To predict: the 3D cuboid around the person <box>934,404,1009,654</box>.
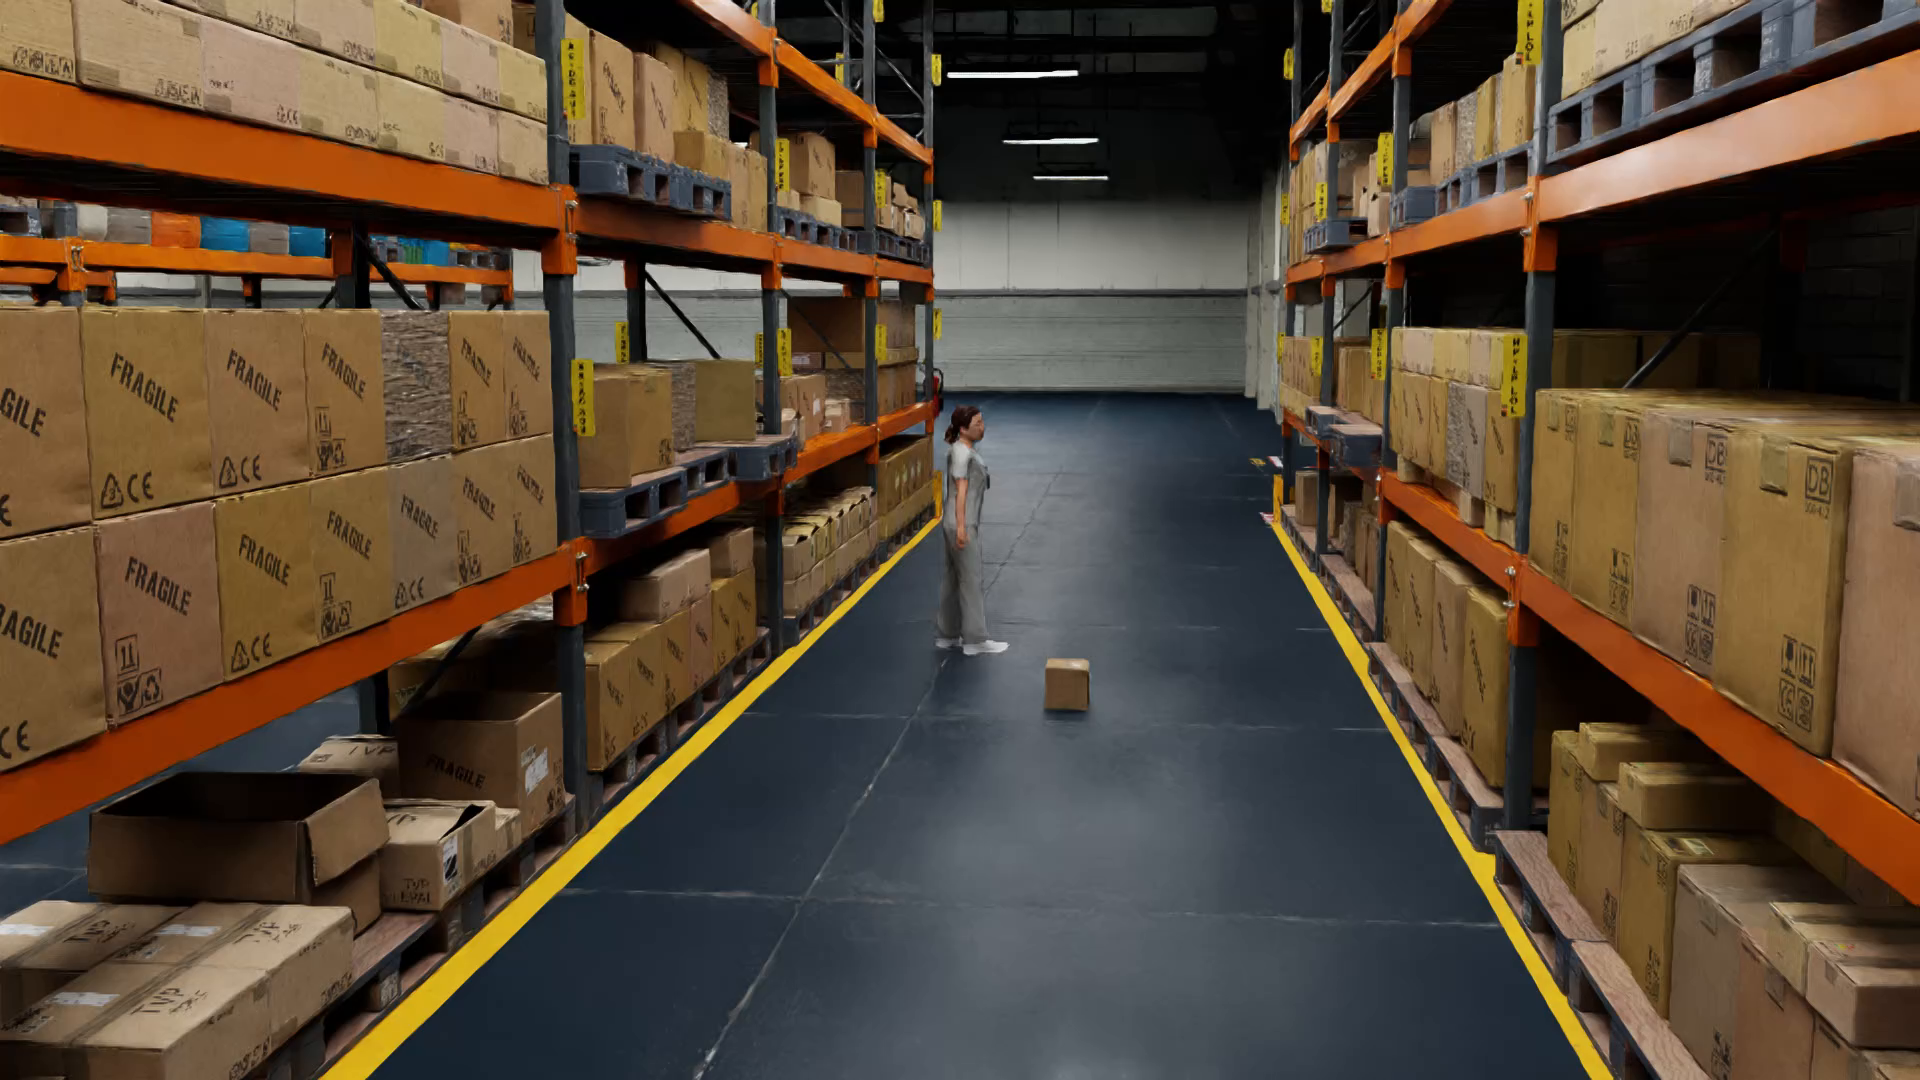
[{"bbox_3d":[0.073,-0.074,11.158,0.517,1.673,0.616,0,8,2],"label":"person"}]
